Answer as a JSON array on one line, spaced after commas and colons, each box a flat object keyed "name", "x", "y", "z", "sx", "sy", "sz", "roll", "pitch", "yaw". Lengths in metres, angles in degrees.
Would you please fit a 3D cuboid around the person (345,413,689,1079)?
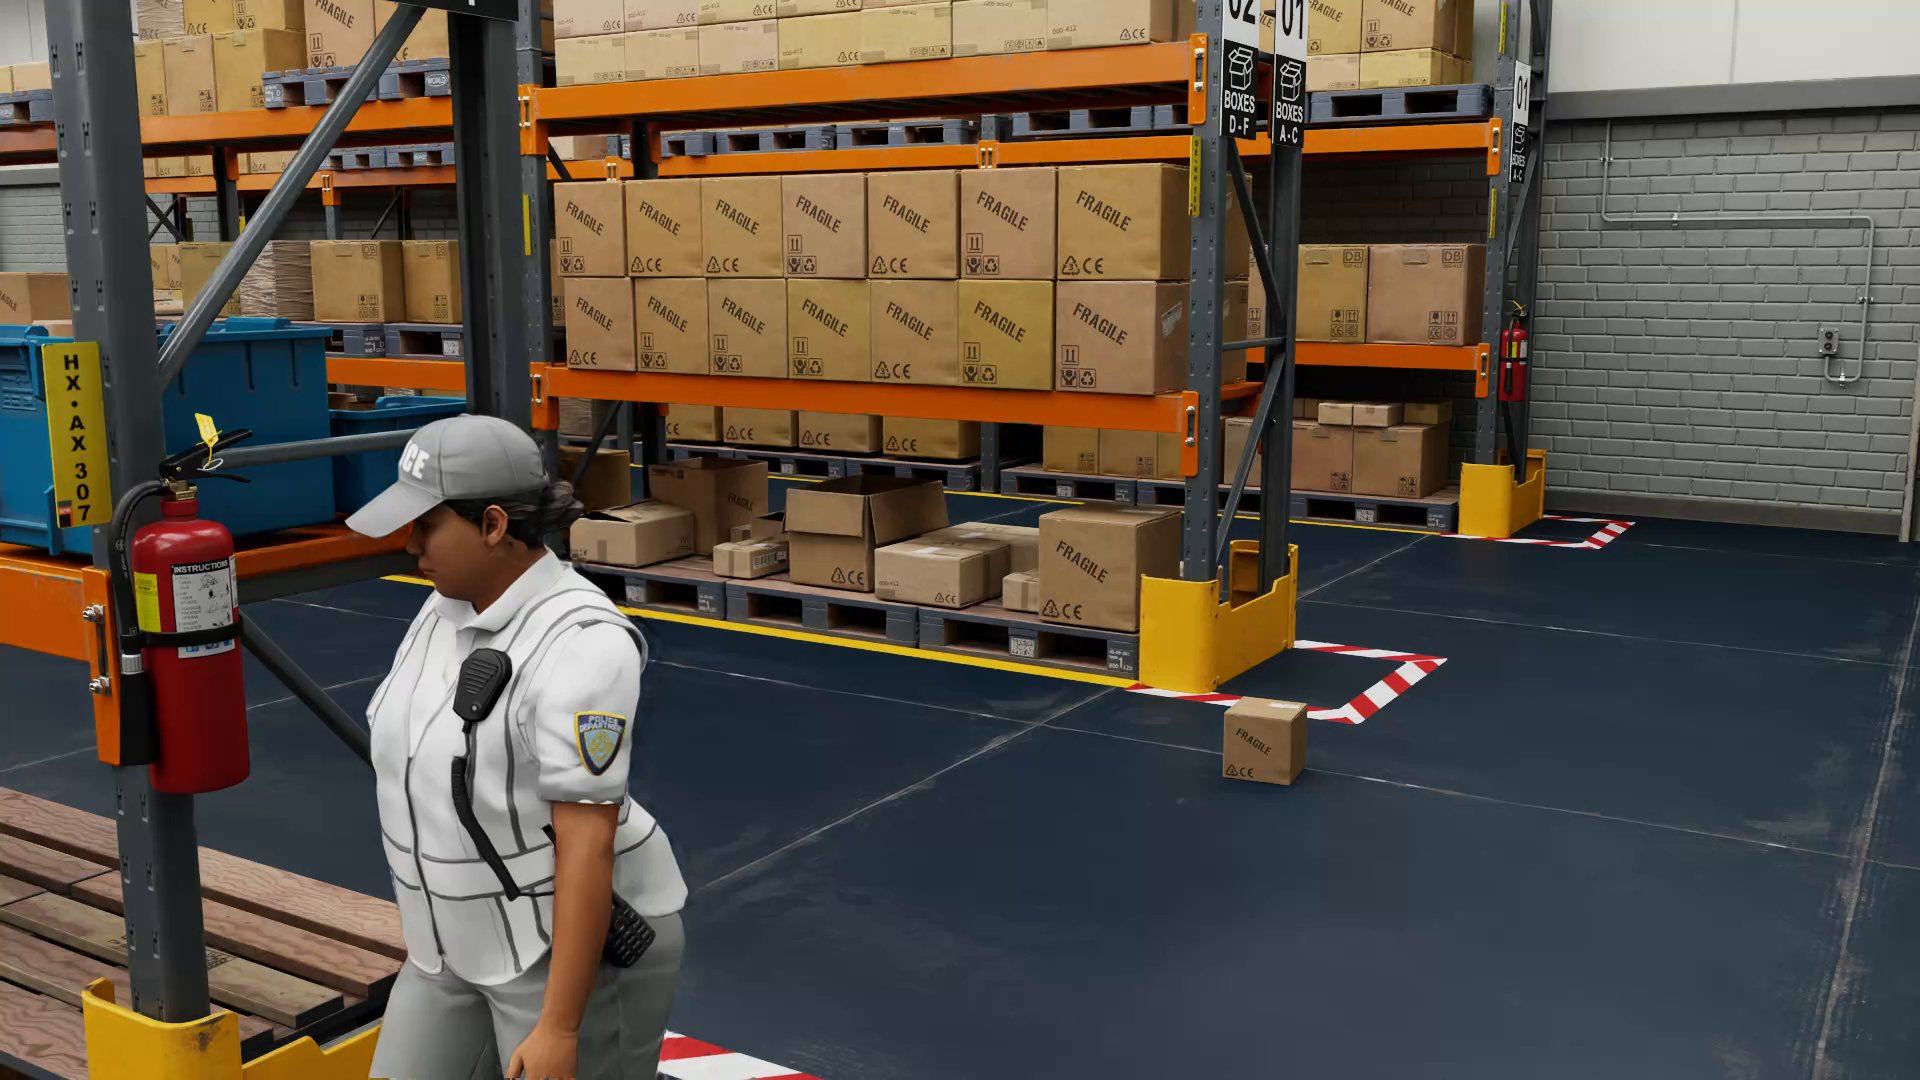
[{"name": "person", "x": -0.644, "y": 0.634, "z": 2.530, "sx": 0.530, "sy": 1.664, "sz": 0.458, "roll": 7, "pitch": 12, "yaw": 38}]
